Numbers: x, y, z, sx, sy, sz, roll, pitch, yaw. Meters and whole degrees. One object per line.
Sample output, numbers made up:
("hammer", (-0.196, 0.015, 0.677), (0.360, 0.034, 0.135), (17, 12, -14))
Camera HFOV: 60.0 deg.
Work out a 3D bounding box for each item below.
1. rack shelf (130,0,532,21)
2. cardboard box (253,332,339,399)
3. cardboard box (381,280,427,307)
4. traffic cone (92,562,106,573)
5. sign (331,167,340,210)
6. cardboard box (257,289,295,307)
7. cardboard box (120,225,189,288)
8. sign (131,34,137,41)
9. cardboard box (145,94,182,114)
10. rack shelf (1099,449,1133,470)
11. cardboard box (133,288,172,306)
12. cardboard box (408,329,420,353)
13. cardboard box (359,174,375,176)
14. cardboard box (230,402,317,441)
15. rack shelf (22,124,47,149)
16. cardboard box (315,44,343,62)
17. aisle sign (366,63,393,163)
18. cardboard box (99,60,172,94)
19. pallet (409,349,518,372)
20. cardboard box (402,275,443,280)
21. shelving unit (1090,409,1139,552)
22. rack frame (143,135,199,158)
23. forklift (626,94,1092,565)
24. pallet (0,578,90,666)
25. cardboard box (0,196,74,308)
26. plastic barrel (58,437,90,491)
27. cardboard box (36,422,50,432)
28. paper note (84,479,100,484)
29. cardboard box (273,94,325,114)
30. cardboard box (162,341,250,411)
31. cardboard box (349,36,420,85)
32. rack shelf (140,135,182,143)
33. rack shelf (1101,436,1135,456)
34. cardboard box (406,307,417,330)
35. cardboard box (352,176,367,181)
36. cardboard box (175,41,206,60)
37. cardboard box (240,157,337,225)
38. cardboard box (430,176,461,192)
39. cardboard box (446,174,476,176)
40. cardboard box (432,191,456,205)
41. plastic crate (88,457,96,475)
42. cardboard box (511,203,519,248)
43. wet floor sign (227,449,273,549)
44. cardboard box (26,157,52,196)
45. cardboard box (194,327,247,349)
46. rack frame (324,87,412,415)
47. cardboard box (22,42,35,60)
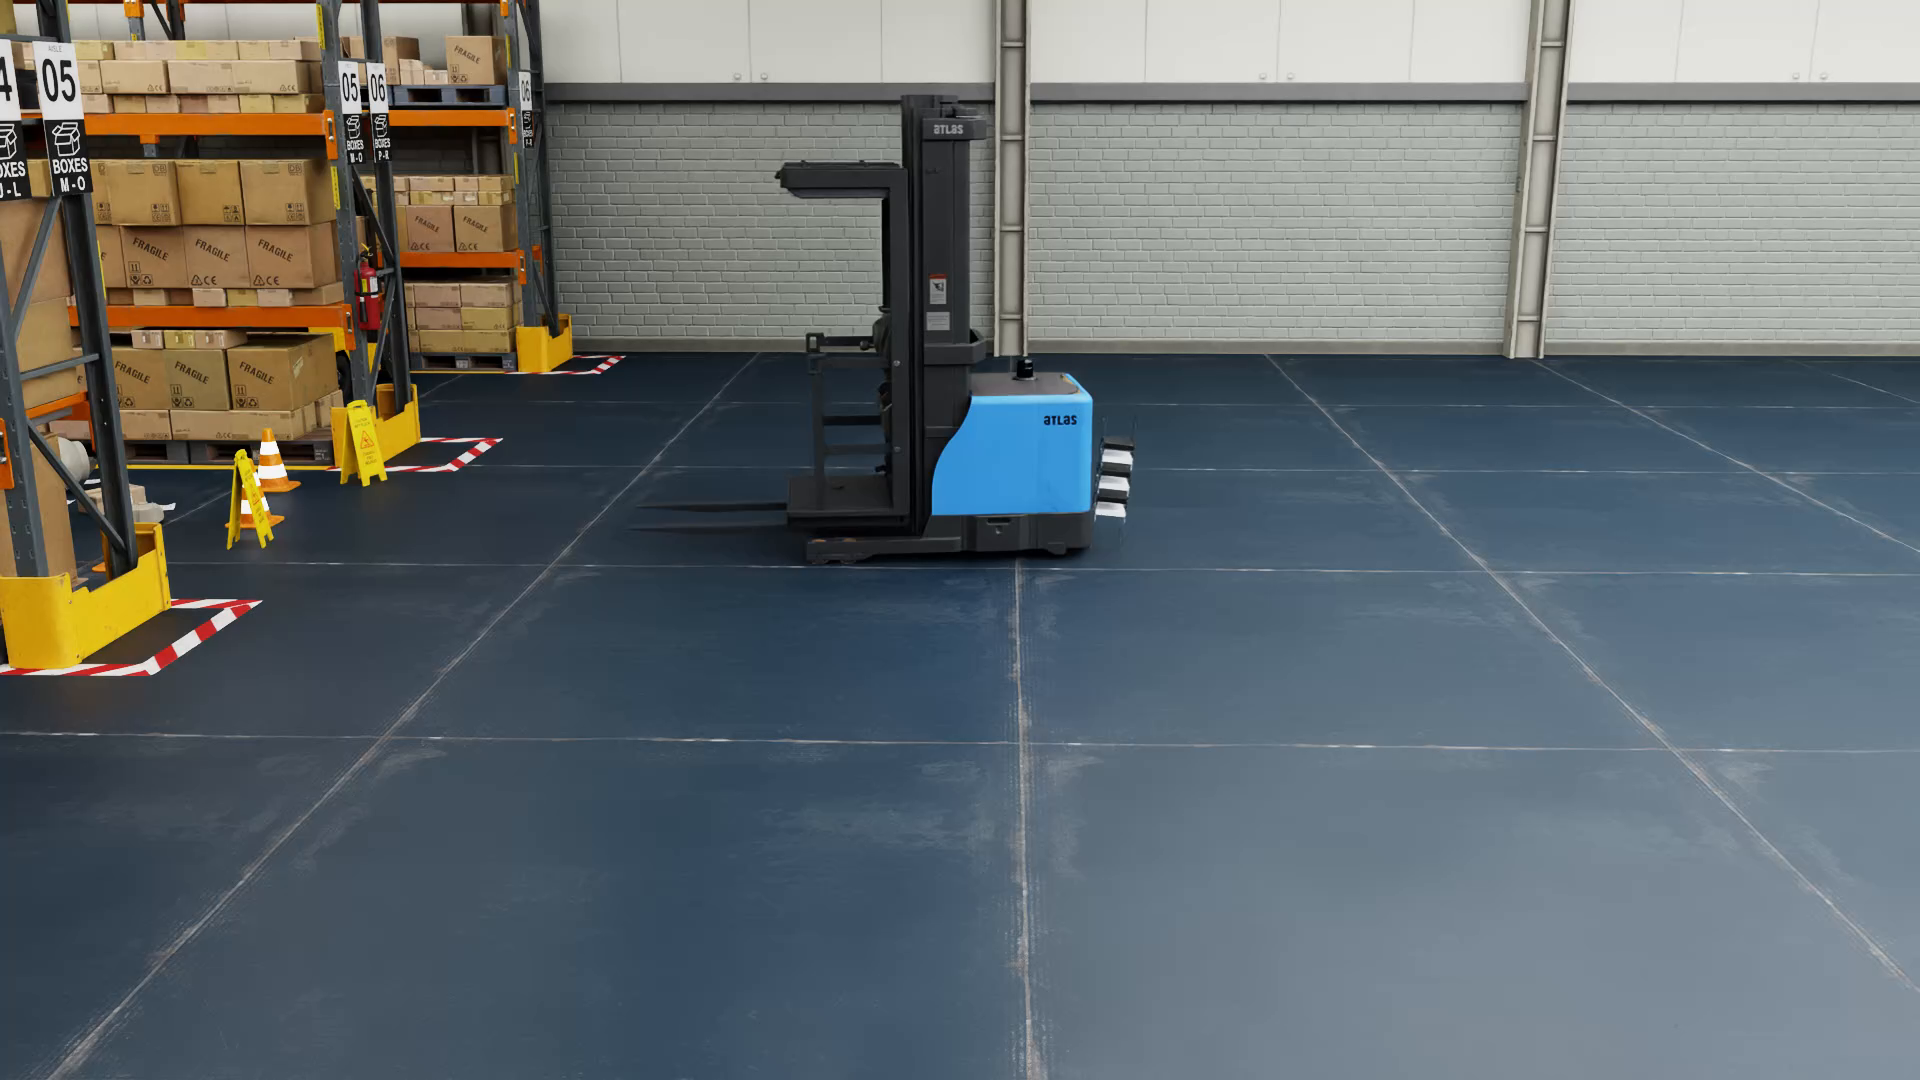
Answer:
("rack shelf", (-6.726, -5.820, 17.955), (4.000, 0.370, 1.077), (0, 15, 1))
("cardboard box", (-5.672, -1.494, 14.219), (0.500, 0.500, 0.500), (0, 15, 0))
("cardboard box", (-6.210, -2.731, 18.418), (0.500, 0.250, 0.500), (1, 15, 2))
("traffic cone", (-5.369, -0.058, 10.653), (0.334, 0.463, 0.336), (0, 15, 1))
("sign", (-4.883, -2.753, 13.006), (0.005, 0.325, 0.100), (0, 15, 1))
("cardboard box", (-5.485, -1.982, 13.464), (0.250, 0.149, 0.380), (0, 15, 1))
("cardboard box", (-6.399, -2.316, 13.459), (0.500, 0.500, 0.500), (0, 15, 1))
("sign", (-8.729, -5.188, 17.614), (0.005, 0.325, 0.100), (0, 15, 1))
("cardboard box", (-6.229, -3.454, 13.163), (0.250, 0.149, 0.380), (0, 15, 1))
("rack shelf", (1.028, -0.536, 11.000), (0.200, 0.077, 0.258), (6, 15, -1))
("cardboard box", (-6.509, -1.999, 13.529), (0.250, 0.149, 0.380), (0, 15, 1))
("cardboard box", (-6.201, -2.255, 18.574), (0.500, 0.250, 0.500), (1, 15, 2))
("cardboard box", (-6.602, -4.028, 18.676), (0.250, 0.149, 0.380), (0, 15, 2))
("cardboard box", (-5.688, -0.992, 13.788), (0.500, 0.250, 0.500), (0, 15, 1))
("rack shelf", (-6.874, -2.035, 8.702), (4.000, 0.370, 1.077), (0, 15, 1))
("cardboard box", (-5.199, -3.951, 13.484), (0.250, 0.149, 0.380), (0, 15, 1))
("aisle sign", (-4.779, -3.518, 13.697), (0.004, 0.787, 0.394), (0, 15, 1))
("cardboard box", (-6.389, -3.644, 13.103), (0.500, 0.250, 0.500), (1, 15, 3))
("pallet", (-5.492, -2.094, 18.863), (1.213, 0.211, 1.003), (0, 15, 1))
("cardboard box", (-6.201, -2.865, 18.924), (0.500, 0.250, 0.500), (0, 15, 1))
("shelving unit", (1.013, -0.395, 11.038), (0.210, 0.900, 0.258), (6, 15, -1))
("rack frame", (-8.725, -3.474, 18.627), (0.127, 3.000, 1.000), (0, 15, 1))
("forklift", (-0.681, -1.396, 10.885), (3.031, 2.935, 1.130), (-1, 15, -5))
("pallet", (-5.676, 0.444, 9.243), (1.213, 0.211, 1.003), (0, 15, 1))
("cardboard box", (-5.245, -1.526, 8.833), (0.550, 0.550, 0.875), (0, 15, 1))
("plastic barrel", (-6.953, -0.564, 12.647), (0.421, 0.421, 0.512), (13, 19, 40))
("cardboard box", (-7.731, -1.008, 13.849), (0.500, 0.250, 0.500), (1, 15, 5))
("paper note", (-6.788, -0.469, 13.060), (0.148, 0.019, 0.142), (-5, 16, -18))
("cardboard box", (-5.213, -3.442, 13.118), (0.250, 0.149, 0.380), (0, 15, 2))
("cardboard box", (-6.179, -1.359, 13.709), (0.500, 0.500, 0.500), (1, 15, 4))
("cardboard box", (-6.196, -5.171, 17.964), (0.500, 0.500, 0.700), (0, 15, 2))
("rack shelf", (-10.724, -4.589, 18.386), (4.000, 0.370, 1.077), (0, 15, 1))
("rack shelf", (1.038, -0.622, 10.978), (0.200, 0.077, 0.258), (6, 15, -1))
("cardboard box", (-6.239, -2.491, 18.487), (0.500, 0.250, 0.500), (0, 15, 0))
("cardboard box", (-6.623, -3.911, 18.232), (0.250, 0.149, 0.380), (1, 15, 2))
("cardboard box", (-5.960, -3.847, 13.089), (0.250, 0.149, 0.380), (0, 15, 2))
("cardboard box", (-5.366, -2.805, 13.354), (0.500, 0.500, 0.700), (0, 15, 0))
("cardboard box", (-5.599, -3.891, 18.156), (0.250, 0.149, 0.380), (1, 15, 3))
("cardboard box", (-5.582, -4.019, 18.642), (0.250, 0.149, 0.380), (1, 15, 2))
("cardboard box", (-5.594, -3.752, 18.214), (0.250, 0.149, 0.380), (1, 15, 2))
("plastic crate", (-7.299, -0.577, 13.370), (0.583, 0.080, 0.402), (-5, 16, -18))
("cardboard box", (-5.214, -3.570, 18.796), (0.500, 0.500, 0.500), (1, 15, 3))
("wet floor sign", (-4.795, -0.285, 11.157), (0.232, 0.644, 0.267), (-2, 15, -8))
("cardboard box", (-7.402, -2.806, 13.358), (0.500, 0.500, 0.700), (0, 15, 0))
("cardboard box", (-6.026, -1.656, 13.561), (0.250, 0.149, 0.380), (1, 15, 3))
("rack frame", (-4.849, -2.182, 13.730), (0.127, 3.000, 1.000), (0, 15, 1))
("cardboard box", (-7.238, -3.843, 13.074), (0.250, 0.149, 0.380), (0, 15, 1))
